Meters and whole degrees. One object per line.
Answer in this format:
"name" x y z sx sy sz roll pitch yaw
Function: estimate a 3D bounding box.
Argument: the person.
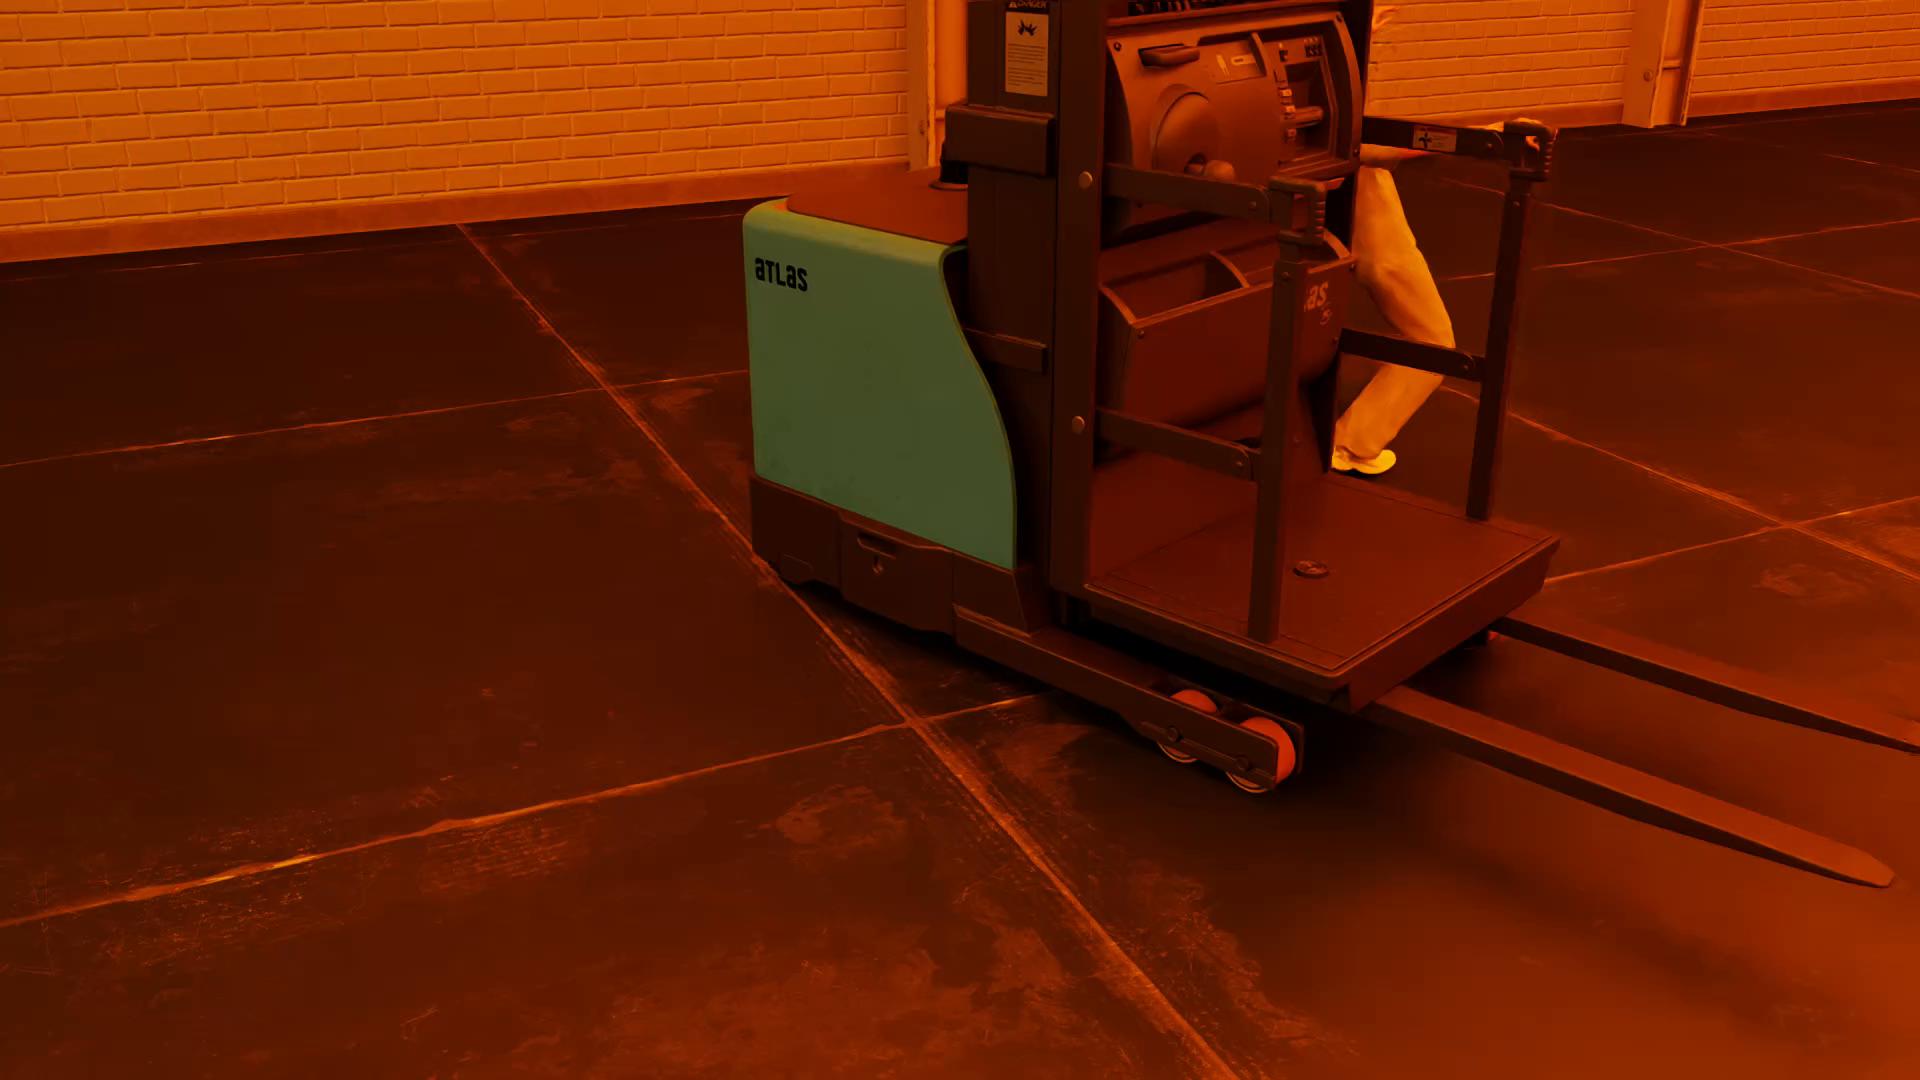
"person" 1.318 -0.919 5.362 0.987 1.486 0.669 18 29 37

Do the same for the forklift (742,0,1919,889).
"forklift" 0.810 -1.011 3.721 3.031 2.935 1.130 20 30 39
